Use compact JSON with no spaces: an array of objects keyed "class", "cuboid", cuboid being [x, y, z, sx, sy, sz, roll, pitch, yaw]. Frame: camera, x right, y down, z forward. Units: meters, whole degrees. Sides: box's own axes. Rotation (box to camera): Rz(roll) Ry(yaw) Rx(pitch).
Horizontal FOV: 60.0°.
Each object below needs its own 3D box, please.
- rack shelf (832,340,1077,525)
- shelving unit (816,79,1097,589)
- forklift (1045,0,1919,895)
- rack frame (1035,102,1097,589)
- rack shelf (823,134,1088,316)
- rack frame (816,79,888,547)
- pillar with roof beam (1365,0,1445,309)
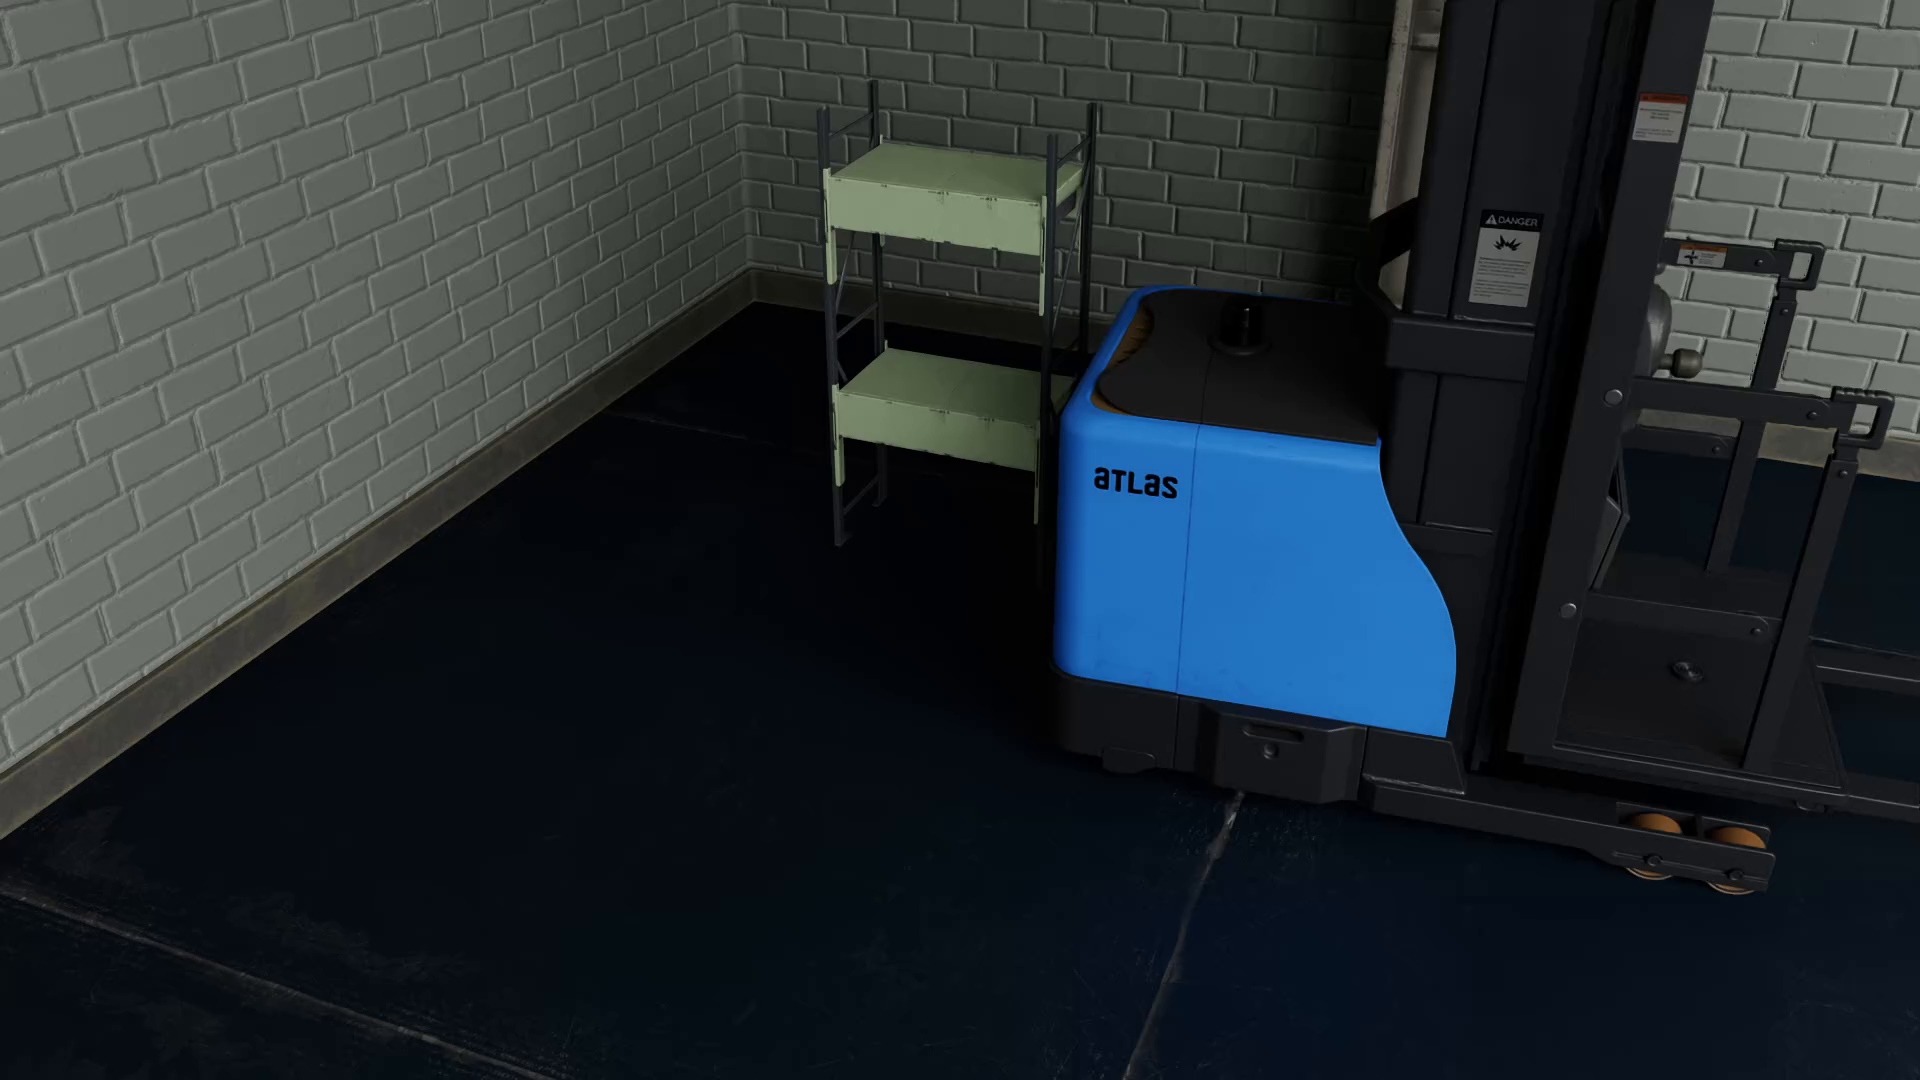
[{"class":"rack shelf","cuboid":[-0.006,-0.370,5.544,0.720,0.370,0.431,11,31,19]},{"class":"shelving unit","cuboid":[-0.006,-0.654,5.383,0.755,1.500,0.431,11,31,19]},{"class":"forklift","cuboid":[1.814,-0.678,3.972,3.031,2.935,1.130,8,31,14]},{"class":"rack frame","cuboid":[0.333,-0.586,5.263,0.023,1.500,0.400,11,31,19]},{"class":"rack shelf","cuboid":[-0.006,-0.994,5.191,0.720,0.370,0.431,11,31,19]},{"class":"rack frame","cuboid":[-0.345,-0.722,5.503,0.023,1.500,0.400,11,31,19]},{"class":"pillar with roof beam","cuboid":[0.137,-2.460,0.956,0.400,9.000,9.100,11,31,19]}]
